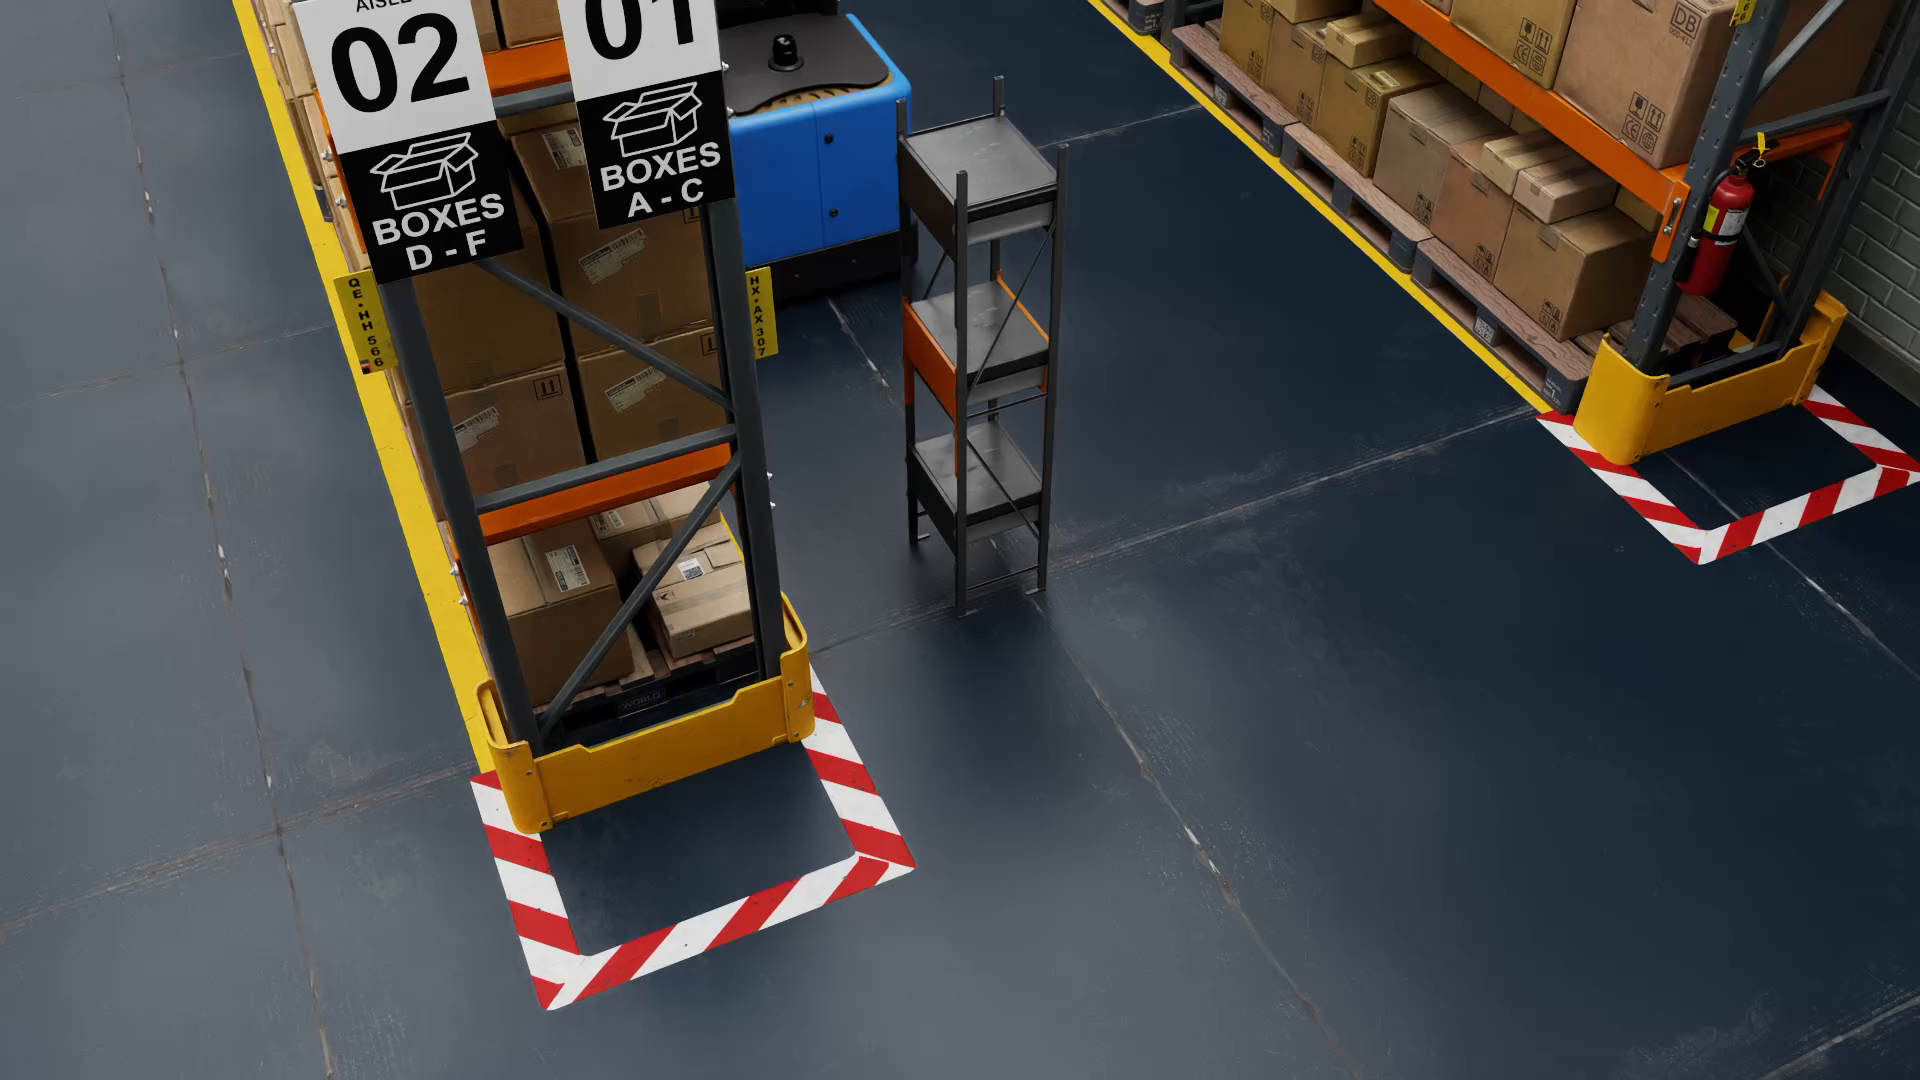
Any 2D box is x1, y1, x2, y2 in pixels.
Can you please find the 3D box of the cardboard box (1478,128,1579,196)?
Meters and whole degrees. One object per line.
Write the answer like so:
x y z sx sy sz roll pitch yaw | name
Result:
2.675 -1.781 7.807 0.380 0.149 0.250 -17 47 -16 | cardboard box

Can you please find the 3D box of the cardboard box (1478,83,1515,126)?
2.811 -2.213 8.245 0.380 0.149 0.250 -17 47 -17 | cardboard box

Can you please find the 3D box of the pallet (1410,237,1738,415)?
2.981 -1.176 8.161 1.003 0.211 1.213 -18 47 -17 | pallet

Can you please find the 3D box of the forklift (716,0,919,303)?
-1.269 -3.215 8.291 1.130 2.935 3.031 -17 47 -17 | forklift

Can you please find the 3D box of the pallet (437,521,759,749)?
-1.473 0.219 6.747 1.003 0.211 1.213 -18 47 -17 | pallet

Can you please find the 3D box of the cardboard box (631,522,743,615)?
-1.074 0.107 6.579 0.380 0.166 0.250 -18 47 -17 | cardboard box

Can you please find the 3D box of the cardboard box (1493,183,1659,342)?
3.003 -1.359 7.841 0.700 0.500 0.500 -18 47 -17 | cardboard box

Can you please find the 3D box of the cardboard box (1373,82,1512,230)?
2.580 -1.998 8.489 0.700 0.500 0.500 -19 48 -19 | cardboard box

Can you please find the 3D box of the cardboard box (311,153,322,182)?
-2.393 -1.752 6.687 0.500 0.500 0.500 -18 47 -18 | cardboard box

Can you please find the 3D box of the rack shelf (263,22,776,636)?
-1.946 -1.236 6.748 1.077 0.370 4.000 -18 47 -17 | rack shelf

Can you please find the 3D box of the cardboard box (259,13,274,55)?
-3.455 -2.581 9.065 0.500 0.500 0.500 -18 47 -17 | cardboard box

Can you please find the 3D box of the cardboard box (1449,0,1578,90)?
2.848 -2.572 7.376 0.980 0.700 0.700 -18 48 -18 | cardboard box

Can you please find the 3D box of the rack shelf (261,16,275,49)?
-3.628 -3.785 9.331 1.077 0.370 4.000 -18 47 -17 | rack shelf

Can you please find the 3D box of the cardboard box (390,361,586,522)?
-1.540 -0.458 5.376 0.500 0.500 0.500 -17 47 -16 | cardboard box

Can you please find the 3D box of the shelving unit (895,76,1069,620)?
0.070 -0.642 6.274 0.431 2.100 0.503 -18 47 -17 | shelving unit

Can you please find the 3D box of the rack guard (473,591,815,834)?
-1.137 0.624 6.131 1.175 0.500 0.348 -18 47 -17 | rack guard

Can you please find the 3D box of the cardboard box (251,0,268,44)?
-3.881 -3.224 9.717 0.500 0.500 0.500 -20 48 -19 | cardboard box

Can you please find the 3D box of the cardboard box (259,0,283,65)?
-2.411 -2.118 6.347 0.500 0.500 0.500 -19 48 -19 | cardboard box

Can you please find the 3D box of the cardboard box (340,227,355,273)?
-1.966 -1.107 6.034 0.500 0.500 0.500 -18 47 -17 | cardboard box

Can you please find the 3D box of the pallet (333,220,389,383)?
-2.499 -1.336 8.322 1.003 0.211 1.213 -18 47 -17 | pallet

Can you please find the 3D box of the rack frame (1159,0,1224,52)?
1.706 -4.232 9.272 1.000 3.000 0.127 -18 47 -17 | rack frame

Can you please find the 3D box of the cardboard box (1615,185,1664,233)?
3.237 -1.569 7.592 0.380 0.149 0.250 -18 47 -17 | cardboard box

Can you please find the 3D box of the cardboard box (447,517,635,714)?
-1.557 0.242 6.204 0.500 0.500 0.500 -18 47 -17 | cardboard box

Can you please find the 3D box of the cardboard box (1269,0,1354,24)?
1.906 -2.943 8.985 0.380 0.149 0.250 -17 47 -16 | cardboard box

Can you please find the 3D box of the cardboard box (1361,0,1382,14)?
2.381 -2.864 8.904 0.380 0.149 0.250 -19 48 -19 | cardboard box

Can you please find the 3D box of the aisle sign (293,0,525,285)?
-1.354 -1.009 4.155 0.394 0.787 0.004 -18 47 -17 | aisle sign

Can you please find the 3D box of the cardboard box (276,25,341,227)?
-1.977 -1.462 5.682 0.500 0.500 0.500 -17 47 -16 | cardboard box

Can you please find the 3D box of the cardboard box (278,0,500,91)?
-1.560 -1.481 4.455 0.500 0.250 0.500 -18 47 -17 | cardboard box

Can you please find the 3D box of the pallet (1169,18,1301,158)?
1.955 -2.731 9.737 1.003 0.211 1.213 -18 47 -17 | pallet

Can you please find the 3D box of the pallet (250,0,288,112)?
-3.680 -3.060 10.069 1.003 0.211 1.213 -18 47 -17 | pallet

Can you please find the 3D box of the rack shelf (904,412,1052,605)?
0.070 -0.134 6.776 0.431 0.518 0.480 -18 47 -17 | rack shelf

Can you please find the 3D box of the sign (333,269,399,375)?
-1.617 -0.591 4.533 0.100 0.325 0.005 -18 47 -17 | sign

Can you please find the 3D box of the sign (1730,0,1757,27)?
2.890 -2.028 6.045 0.100 0.325 0.005 -18 47 -17 | sign

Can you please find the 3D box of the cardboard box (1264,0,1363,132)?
2.136 -2.663 9.163 0.700 0.500 0.500 -18 48 -18 | cardboard box

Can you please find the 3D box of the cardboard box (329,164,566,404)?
-1.542 -0.811 5.022 0.500 0.500 0.500 -18 48 -18 | cardboard box

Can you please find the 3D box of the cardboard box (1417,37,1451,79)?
2.596 -2.538 8.574 0.380 0.149 0.250 -19 48 -18 | cardboard box

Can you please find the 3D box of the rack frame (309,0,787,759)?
-1.105 -0.217 5.203 1.000 3.000 0.127 -18 47 -17 | rack frame

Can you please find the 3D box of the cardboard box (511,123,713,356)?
-1.052 -0.970 5.183 0.500 0.500 0.500 -17 47 -16 | cardboard box

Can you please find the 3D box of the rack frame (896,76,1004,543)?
-0.033 -0.797 6.432 0.400 2.100 0.015 -18 47 -17 | rack frame
